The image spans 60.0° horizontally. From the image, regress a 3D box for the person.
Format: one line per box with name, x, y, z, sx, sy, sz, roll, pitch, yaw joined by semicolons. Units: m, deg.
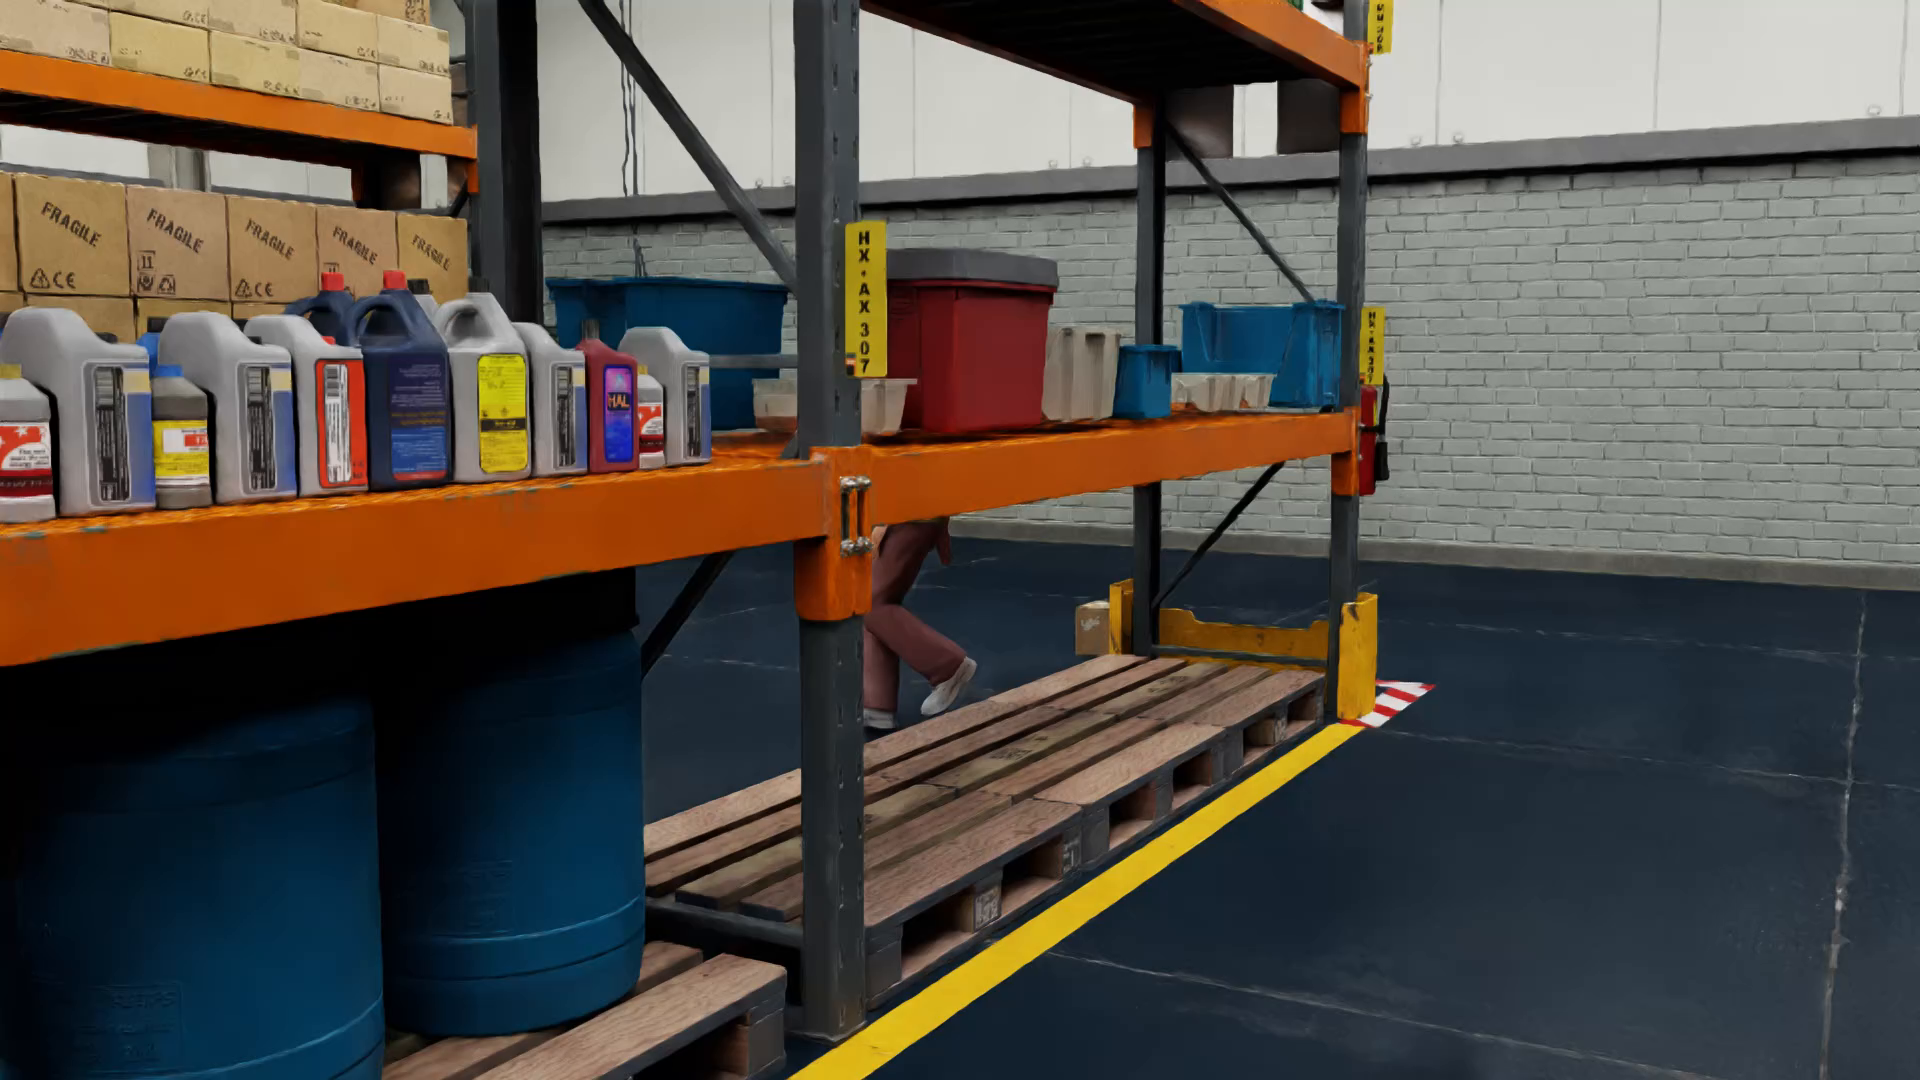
person;-0.237;-0.043;6.922;0.632;1.632;0.524;0;6;5
